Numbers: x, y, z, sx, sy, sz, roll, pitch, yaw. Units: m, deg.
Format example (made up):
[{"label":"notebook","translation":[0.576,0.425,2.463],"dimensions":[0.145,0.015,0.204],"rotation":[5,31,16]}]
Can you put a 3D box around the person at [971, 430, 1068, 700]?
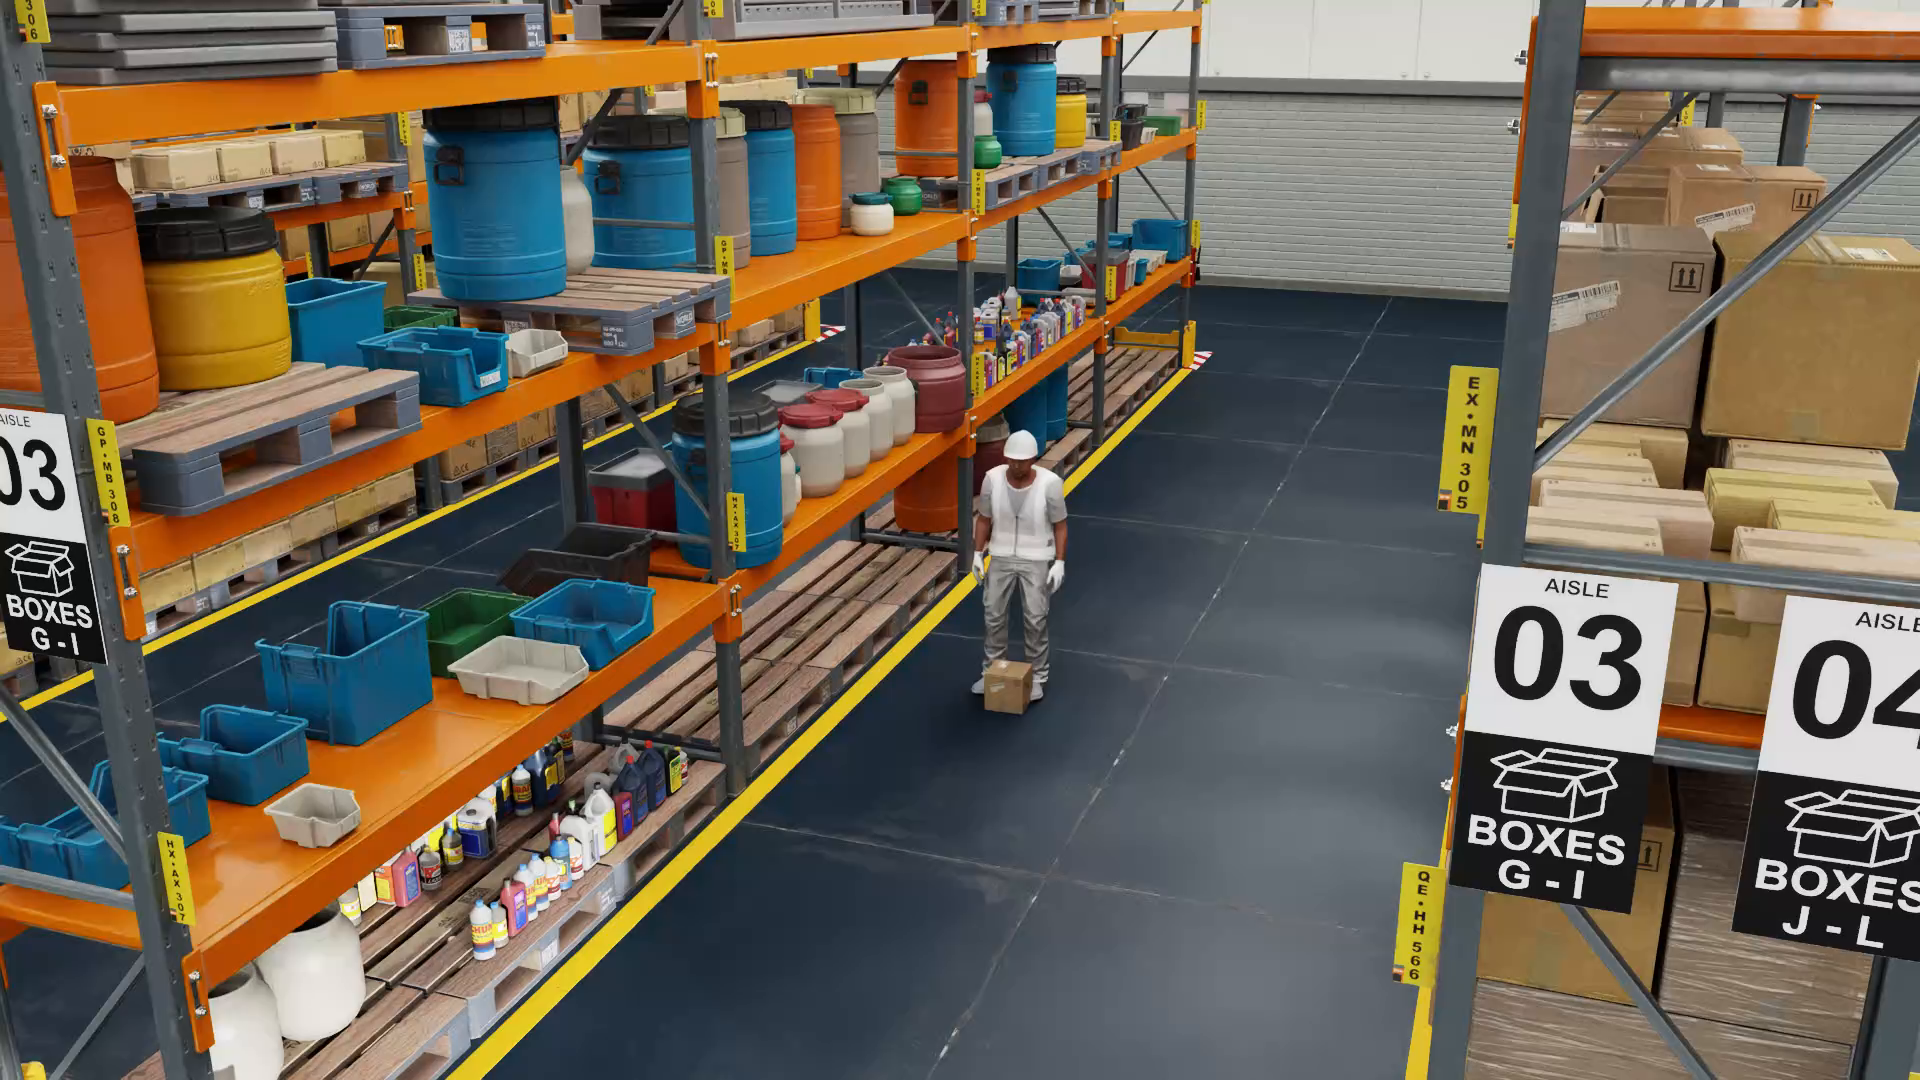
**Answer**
[{"label":"person","translation":[0.375,0.147,10.604],"dimensions":[0.609,1.773,0.450],"rotation":[6,19,16]}]
